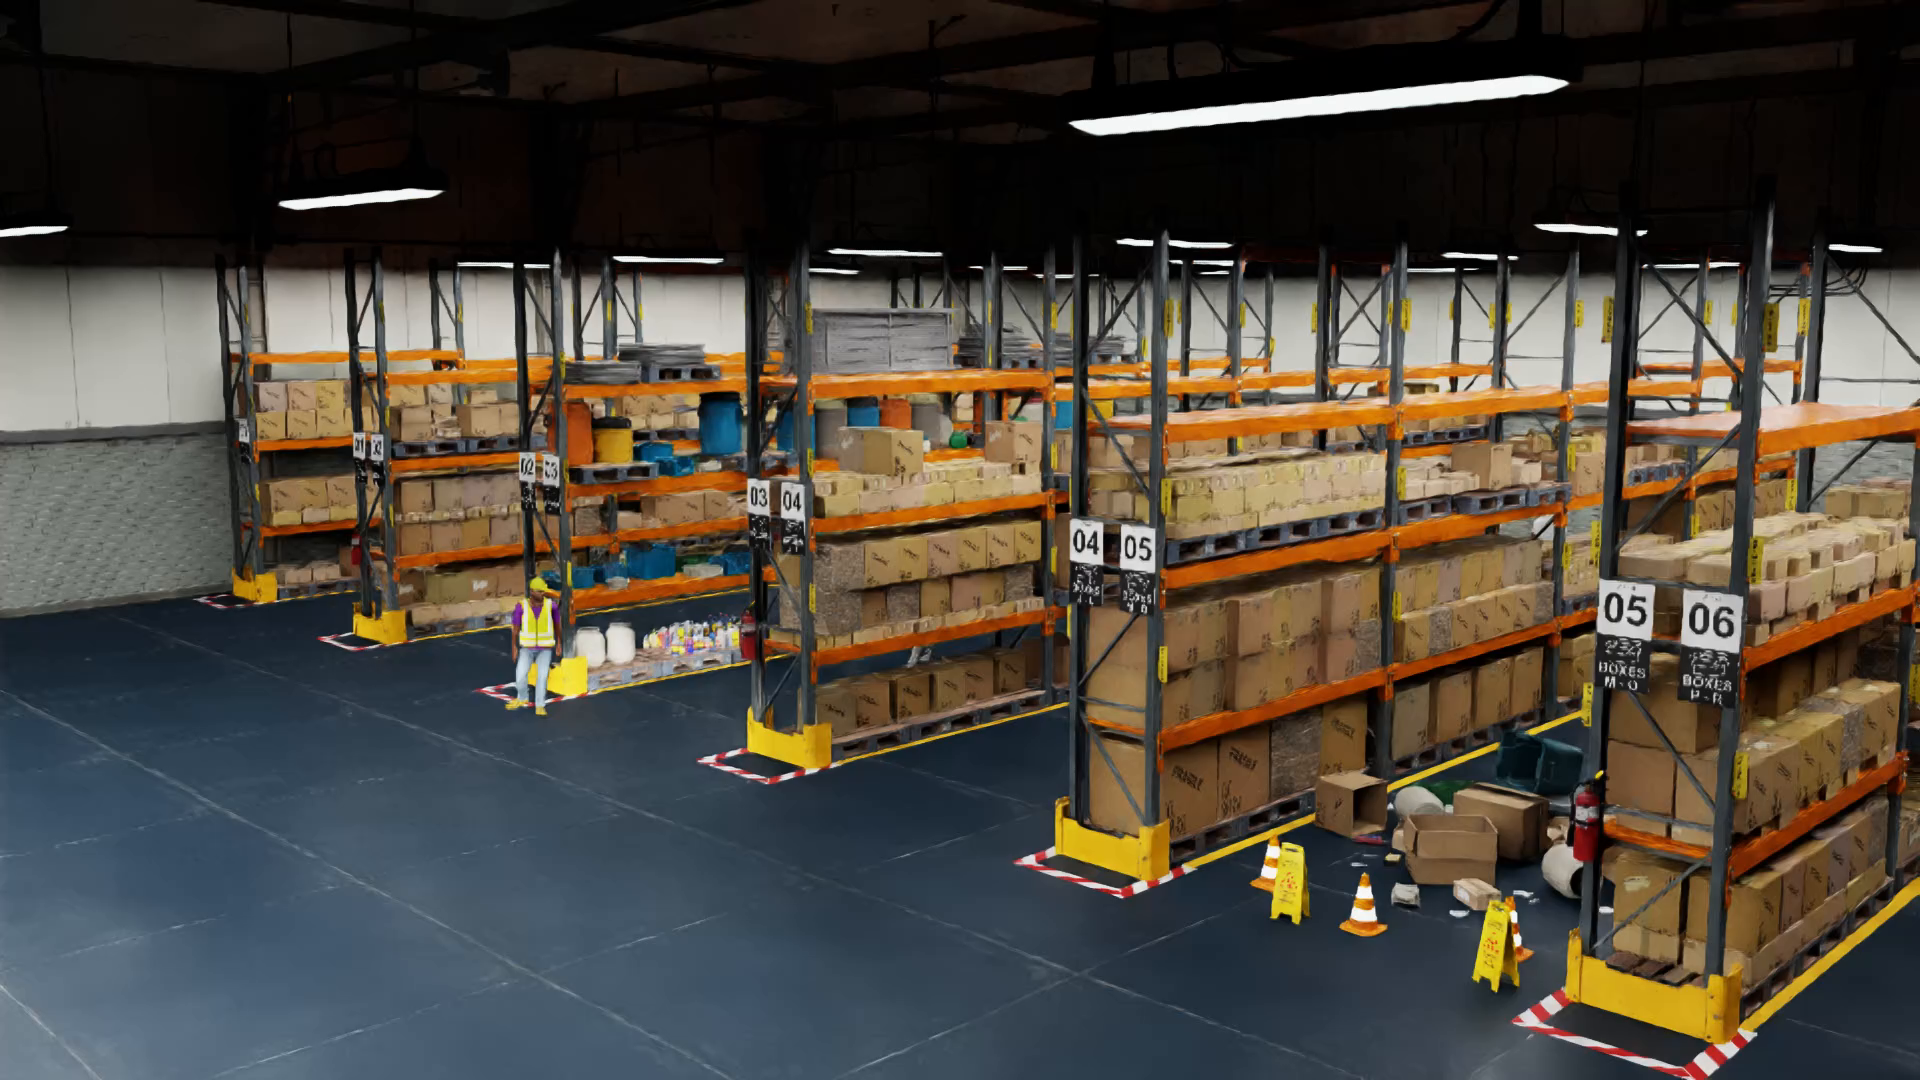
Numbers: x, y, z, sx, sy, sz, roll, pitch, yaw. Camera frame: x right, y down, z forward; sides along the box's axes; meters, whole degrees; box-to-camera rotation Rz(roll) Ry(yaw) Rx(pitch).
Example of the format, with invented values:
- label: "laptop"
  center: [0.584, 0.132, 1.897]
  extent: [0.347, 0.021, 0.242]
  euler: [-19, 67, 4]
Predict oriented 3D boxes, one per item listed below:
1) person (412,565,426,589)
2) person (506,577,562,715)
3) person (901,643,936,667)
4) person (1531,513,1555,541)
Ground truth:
- label: "person"
  center: [-9.731, 0.152, 29.813]
  extent: [0.655, 1.607, 0.767]
  euler: [4, 9, 24]
- label: "person"
  center: [-5.382, 1.325, 20.943]
  extent: [0.720, 1.760, 0.463]
  euler: [-2, 8, -15]
- label: "person"
  center: [-0.626, 0.990, 23.764]
  extent: [0.483, 1.615, 0.994]
  euler: [6, 10, 37]
- label: "person"
  center: [10.227, 0.174, 29.006]
  extent: [0.669, 1.764, 0.574]
  euler: [-2, 8, -16]
